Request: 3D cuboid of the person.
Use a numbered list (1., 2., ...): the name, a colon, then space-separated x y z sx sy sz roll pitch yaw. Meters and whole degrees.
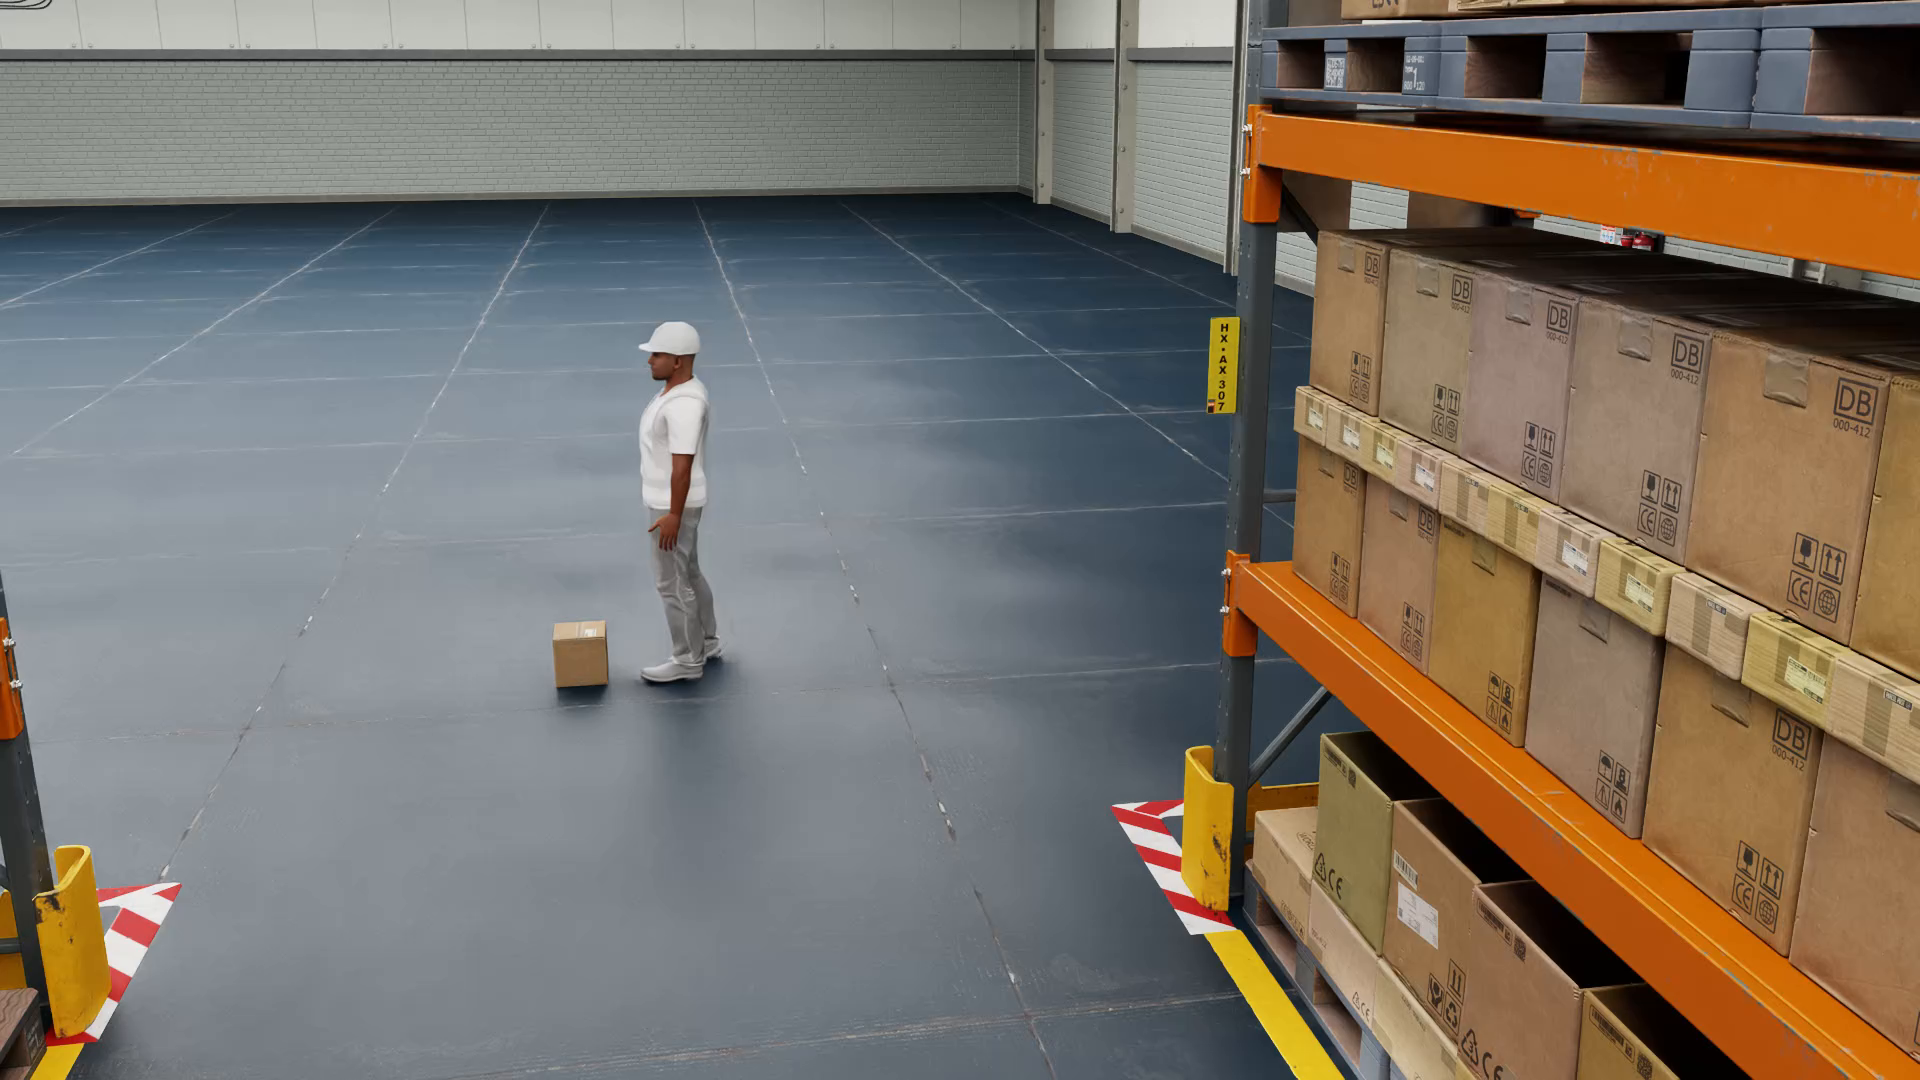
1. person: -1.399 -0.155 8.128 0.408 1.819 0.568 -3 16 -9
